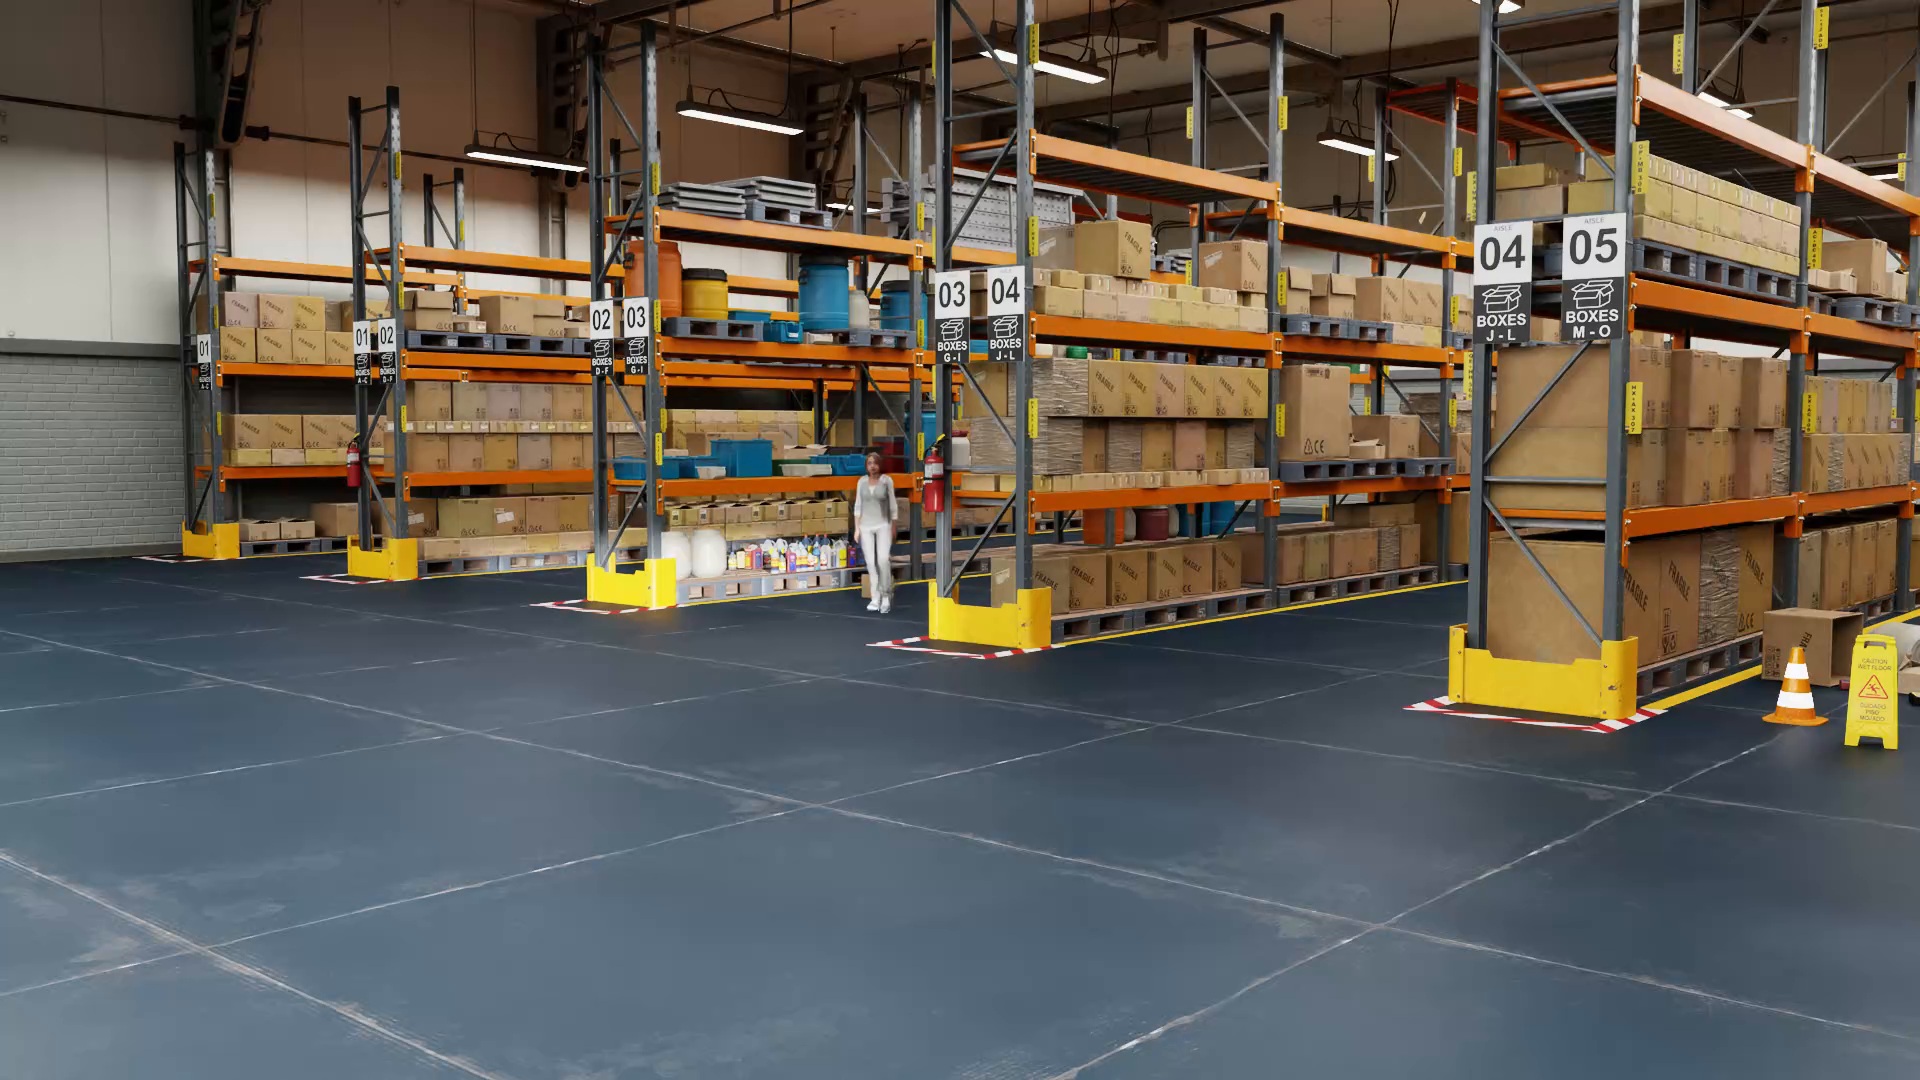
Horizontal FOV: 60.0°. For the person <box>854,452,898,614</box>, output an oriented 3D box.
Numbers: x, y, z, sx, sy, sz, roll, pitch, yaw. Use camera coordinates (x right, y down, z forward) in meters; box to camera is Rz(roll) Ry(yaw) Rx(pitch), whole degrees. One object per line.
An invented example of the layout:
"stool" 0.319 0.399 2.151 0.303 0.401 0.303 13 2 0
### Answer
"person" -0.848 -0.072 16.657 0.422 1.622 0.449 1 4 14
